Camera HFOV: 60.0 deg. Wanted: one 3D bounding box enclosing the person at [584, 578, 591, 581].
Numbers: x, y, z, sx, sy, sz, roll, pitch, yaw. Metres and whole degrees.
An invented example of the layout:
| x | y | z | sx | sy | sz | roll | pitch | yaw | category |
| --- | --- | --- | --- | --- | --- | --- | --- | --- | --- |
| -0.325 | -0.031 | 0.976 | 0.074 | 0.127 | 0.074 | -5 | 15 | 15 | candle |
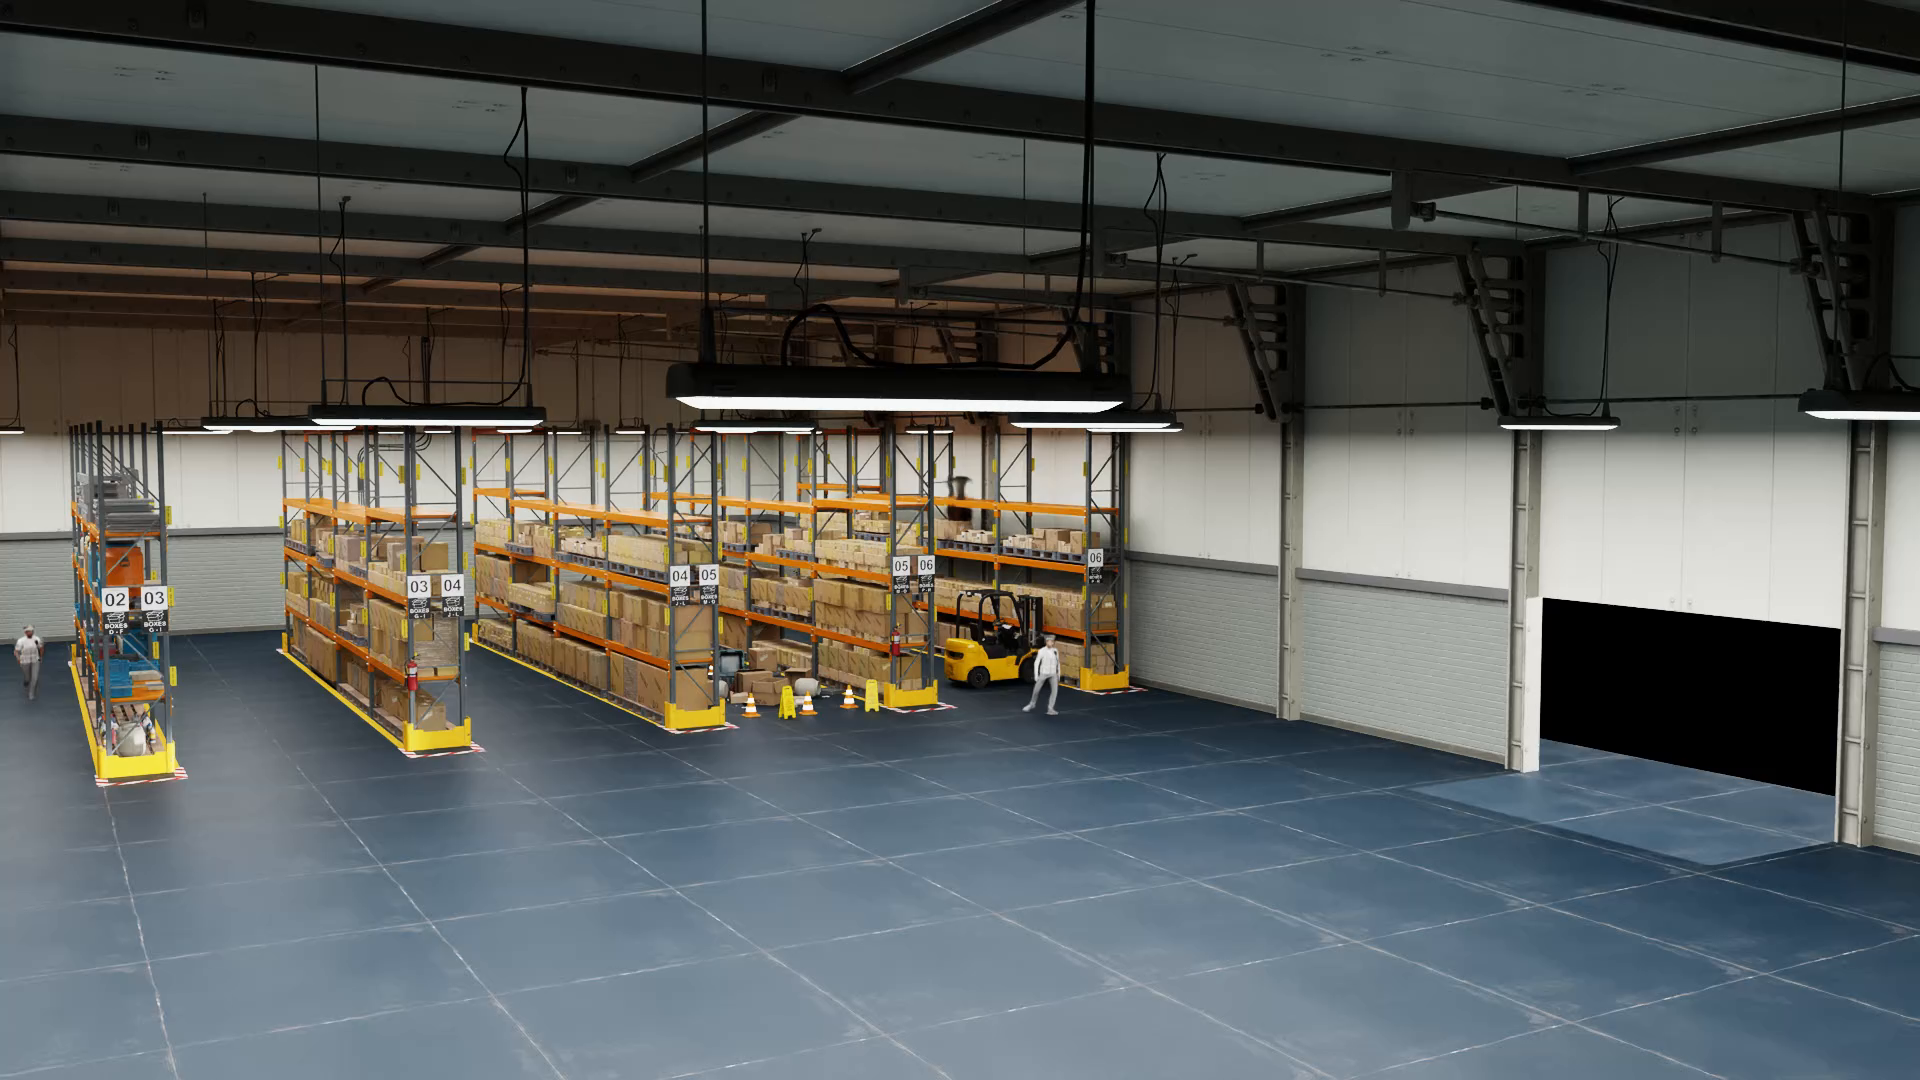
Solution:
| x | y | z | sx | sy | sz | roll | pitch | yaw | category |
| --- | --- | --- | --- | --- | --- | --- | --- | --- | --- |
| -10.472 | 1.935 | 47.672 | 0.817 | 1.698 | 0.633 | 0 | 4 | 6 | person |

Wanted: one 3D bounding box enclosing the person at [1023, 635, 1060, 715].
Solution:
| x | y | z | sx | sy | sz | roll | pitch | yaw | category |
| --- | --- | --- | --- | --- | --- | --- | --- | --- | --- |
| 1.717 | 2.770 | 34.365 | 0.714 | 1.650 | 0.631 | -1 | 4 | -17 | person |

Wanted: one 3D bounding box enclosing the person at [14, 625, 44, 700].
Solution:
| x | y | z | sx | sy | sz | roll | pitch | yaw | category |
| --- | --- | --- | --- | --- | --- | --- | --- | --- | --- |
| -20.330 | 2.660 | 36.349 | 0.586 | 1.651 | 0.653 | -3 | 4 | -36 | person |
